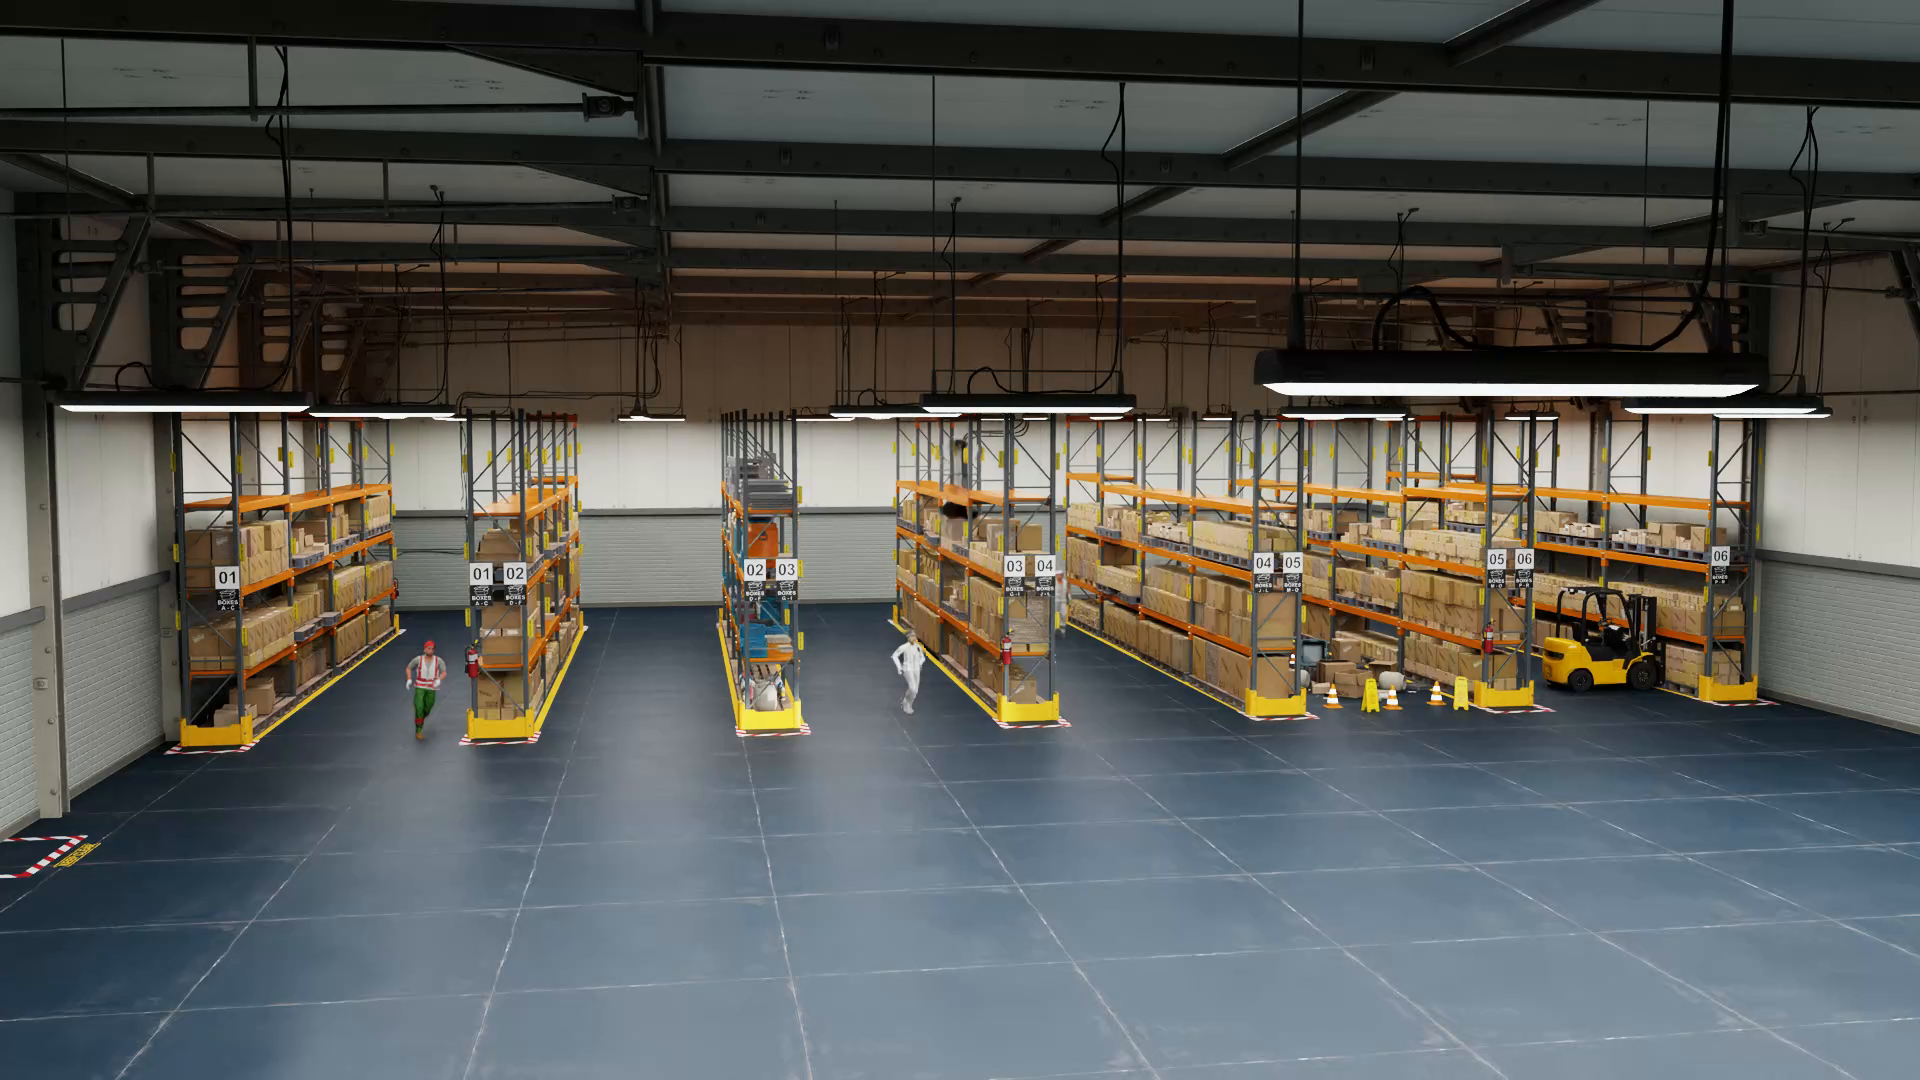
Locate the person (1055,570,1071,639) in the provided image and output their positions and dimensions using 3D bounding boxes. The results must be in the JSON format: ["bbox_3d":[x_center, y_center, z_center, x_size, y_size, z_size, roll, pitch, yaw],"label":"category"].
[{"bbox_3d":[2.668,1.712,44.728,0.680,1.839,0.842,-1,4,-14],"label":"person"}]

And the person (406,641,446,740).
[{"bbox_3d":[-9.819,2.733,30.579,0.716,1.766,0.817,-2,4,-22],"label":"person"}]

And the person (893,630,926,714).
[{"bbox_3d":[-0.947,2.590,32.739,0.594,1.660,0.631,-2,5,-31],"label":"person"}]
